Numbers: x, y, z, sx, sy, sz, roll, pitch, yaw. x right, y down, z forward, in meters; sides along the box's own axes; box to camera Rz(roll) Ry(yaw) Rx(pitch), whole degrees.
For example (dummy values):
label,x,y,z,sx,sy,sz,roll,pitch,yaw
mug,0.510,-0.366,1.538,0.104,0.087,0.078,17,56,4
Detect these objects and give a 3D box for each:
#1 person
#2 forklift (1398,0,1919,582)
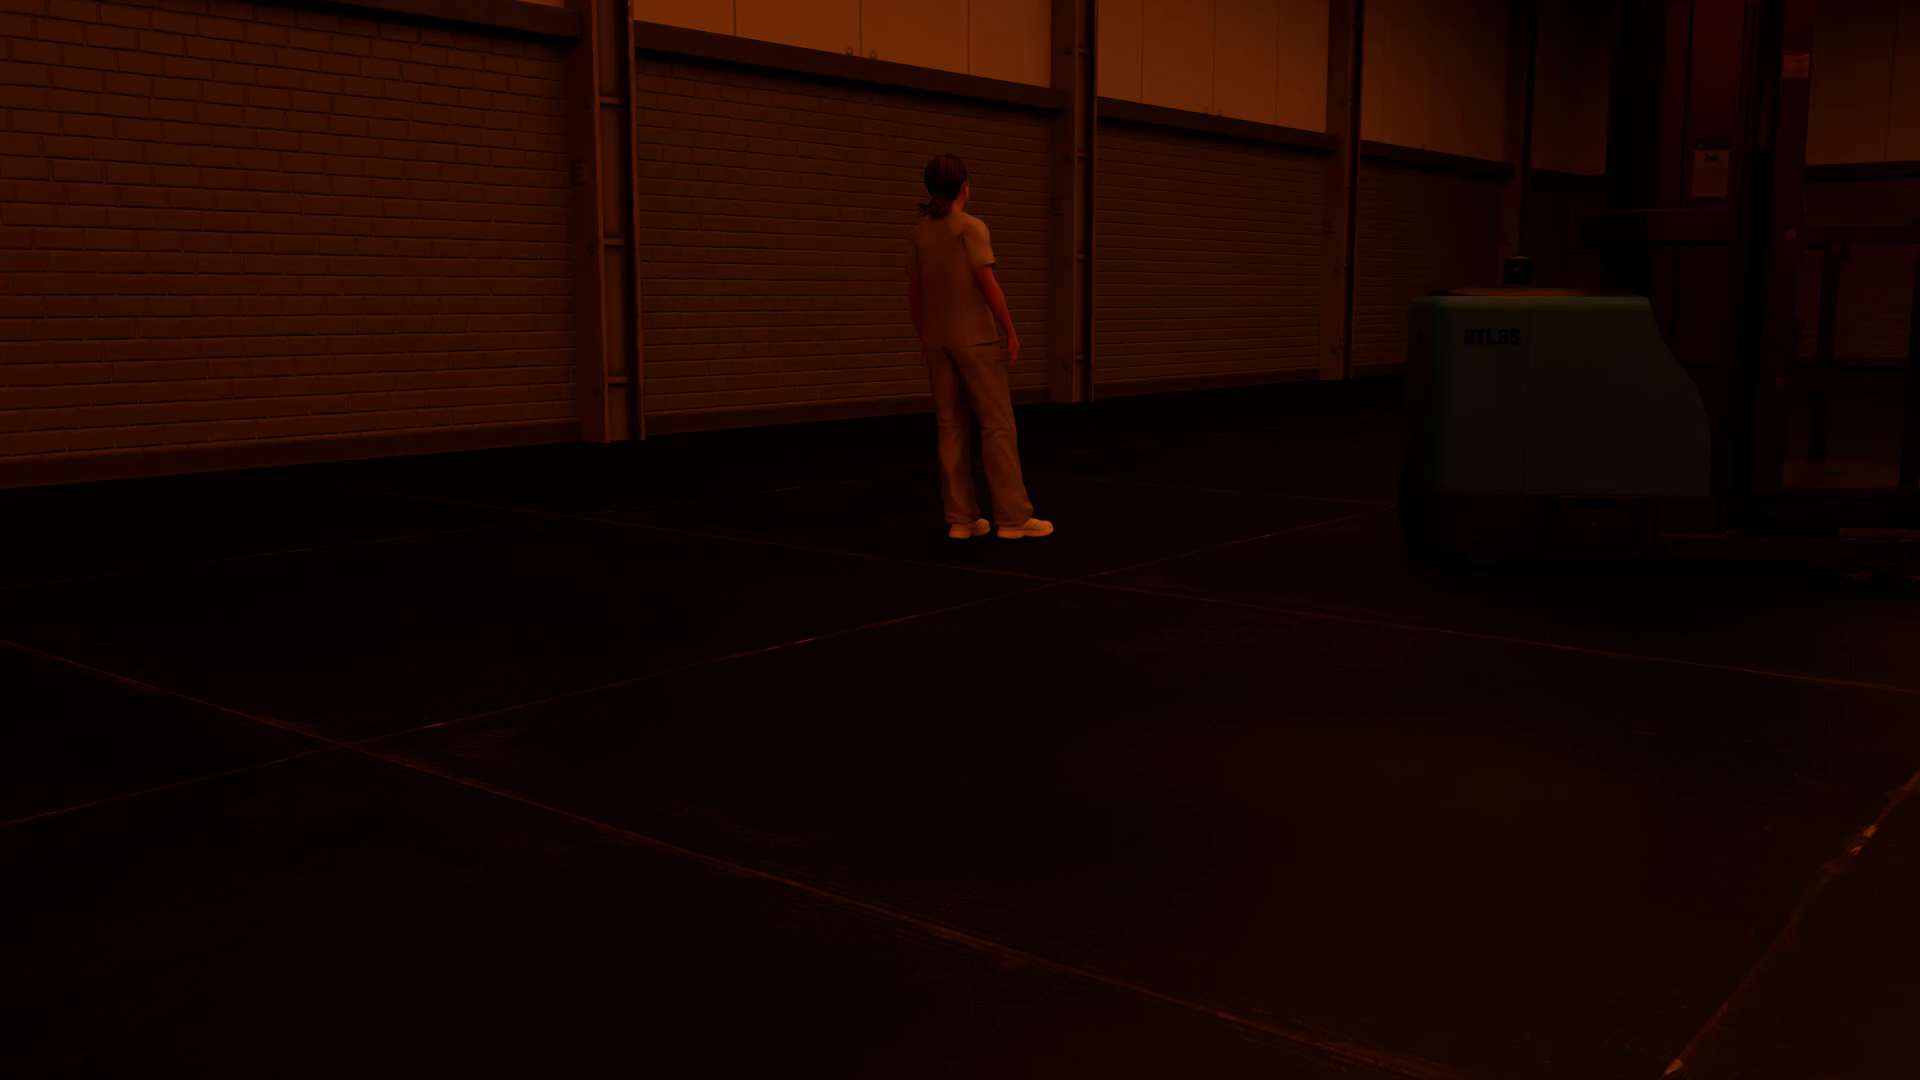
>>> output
label,x,y,z,sx,sy,sz,roll,pitch,yaw
person,0.056,-0.843,7.331,0.550,1.675,0.549,7,11,38
forklift,3.410,-1.374,6.670,3.031,2.935,1.130,1,8,9
